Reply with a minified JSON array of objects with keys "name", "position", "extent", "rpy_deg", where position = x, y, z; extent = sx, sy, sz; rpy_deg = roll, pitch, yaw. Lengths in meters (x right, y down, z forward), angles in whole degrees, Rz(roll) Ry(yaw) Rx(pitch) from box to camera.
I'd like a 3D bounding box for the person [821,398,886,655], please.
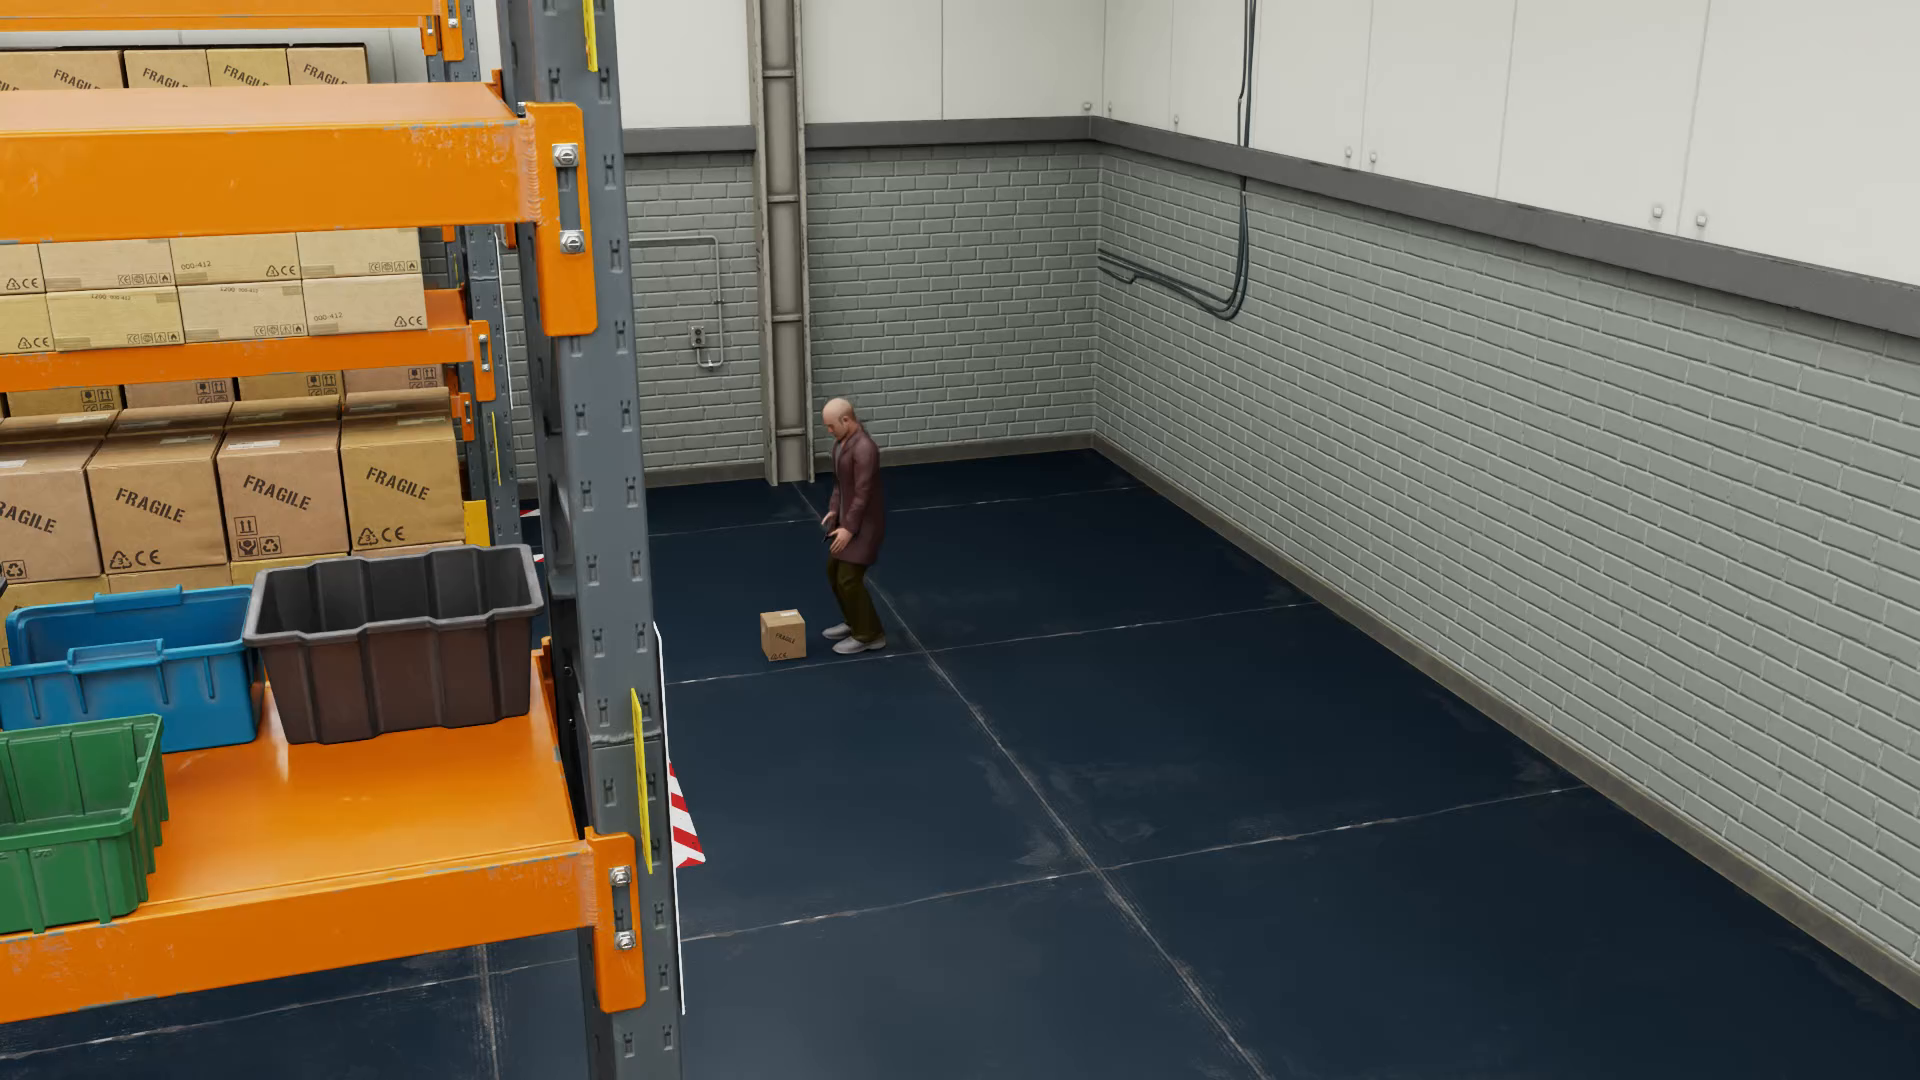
[{"name":"person","position":[-0.705,-0.067,10.996],"extent":[0.432,1.652,0.591],"rpy_deg":[-6,20,-16]}]
